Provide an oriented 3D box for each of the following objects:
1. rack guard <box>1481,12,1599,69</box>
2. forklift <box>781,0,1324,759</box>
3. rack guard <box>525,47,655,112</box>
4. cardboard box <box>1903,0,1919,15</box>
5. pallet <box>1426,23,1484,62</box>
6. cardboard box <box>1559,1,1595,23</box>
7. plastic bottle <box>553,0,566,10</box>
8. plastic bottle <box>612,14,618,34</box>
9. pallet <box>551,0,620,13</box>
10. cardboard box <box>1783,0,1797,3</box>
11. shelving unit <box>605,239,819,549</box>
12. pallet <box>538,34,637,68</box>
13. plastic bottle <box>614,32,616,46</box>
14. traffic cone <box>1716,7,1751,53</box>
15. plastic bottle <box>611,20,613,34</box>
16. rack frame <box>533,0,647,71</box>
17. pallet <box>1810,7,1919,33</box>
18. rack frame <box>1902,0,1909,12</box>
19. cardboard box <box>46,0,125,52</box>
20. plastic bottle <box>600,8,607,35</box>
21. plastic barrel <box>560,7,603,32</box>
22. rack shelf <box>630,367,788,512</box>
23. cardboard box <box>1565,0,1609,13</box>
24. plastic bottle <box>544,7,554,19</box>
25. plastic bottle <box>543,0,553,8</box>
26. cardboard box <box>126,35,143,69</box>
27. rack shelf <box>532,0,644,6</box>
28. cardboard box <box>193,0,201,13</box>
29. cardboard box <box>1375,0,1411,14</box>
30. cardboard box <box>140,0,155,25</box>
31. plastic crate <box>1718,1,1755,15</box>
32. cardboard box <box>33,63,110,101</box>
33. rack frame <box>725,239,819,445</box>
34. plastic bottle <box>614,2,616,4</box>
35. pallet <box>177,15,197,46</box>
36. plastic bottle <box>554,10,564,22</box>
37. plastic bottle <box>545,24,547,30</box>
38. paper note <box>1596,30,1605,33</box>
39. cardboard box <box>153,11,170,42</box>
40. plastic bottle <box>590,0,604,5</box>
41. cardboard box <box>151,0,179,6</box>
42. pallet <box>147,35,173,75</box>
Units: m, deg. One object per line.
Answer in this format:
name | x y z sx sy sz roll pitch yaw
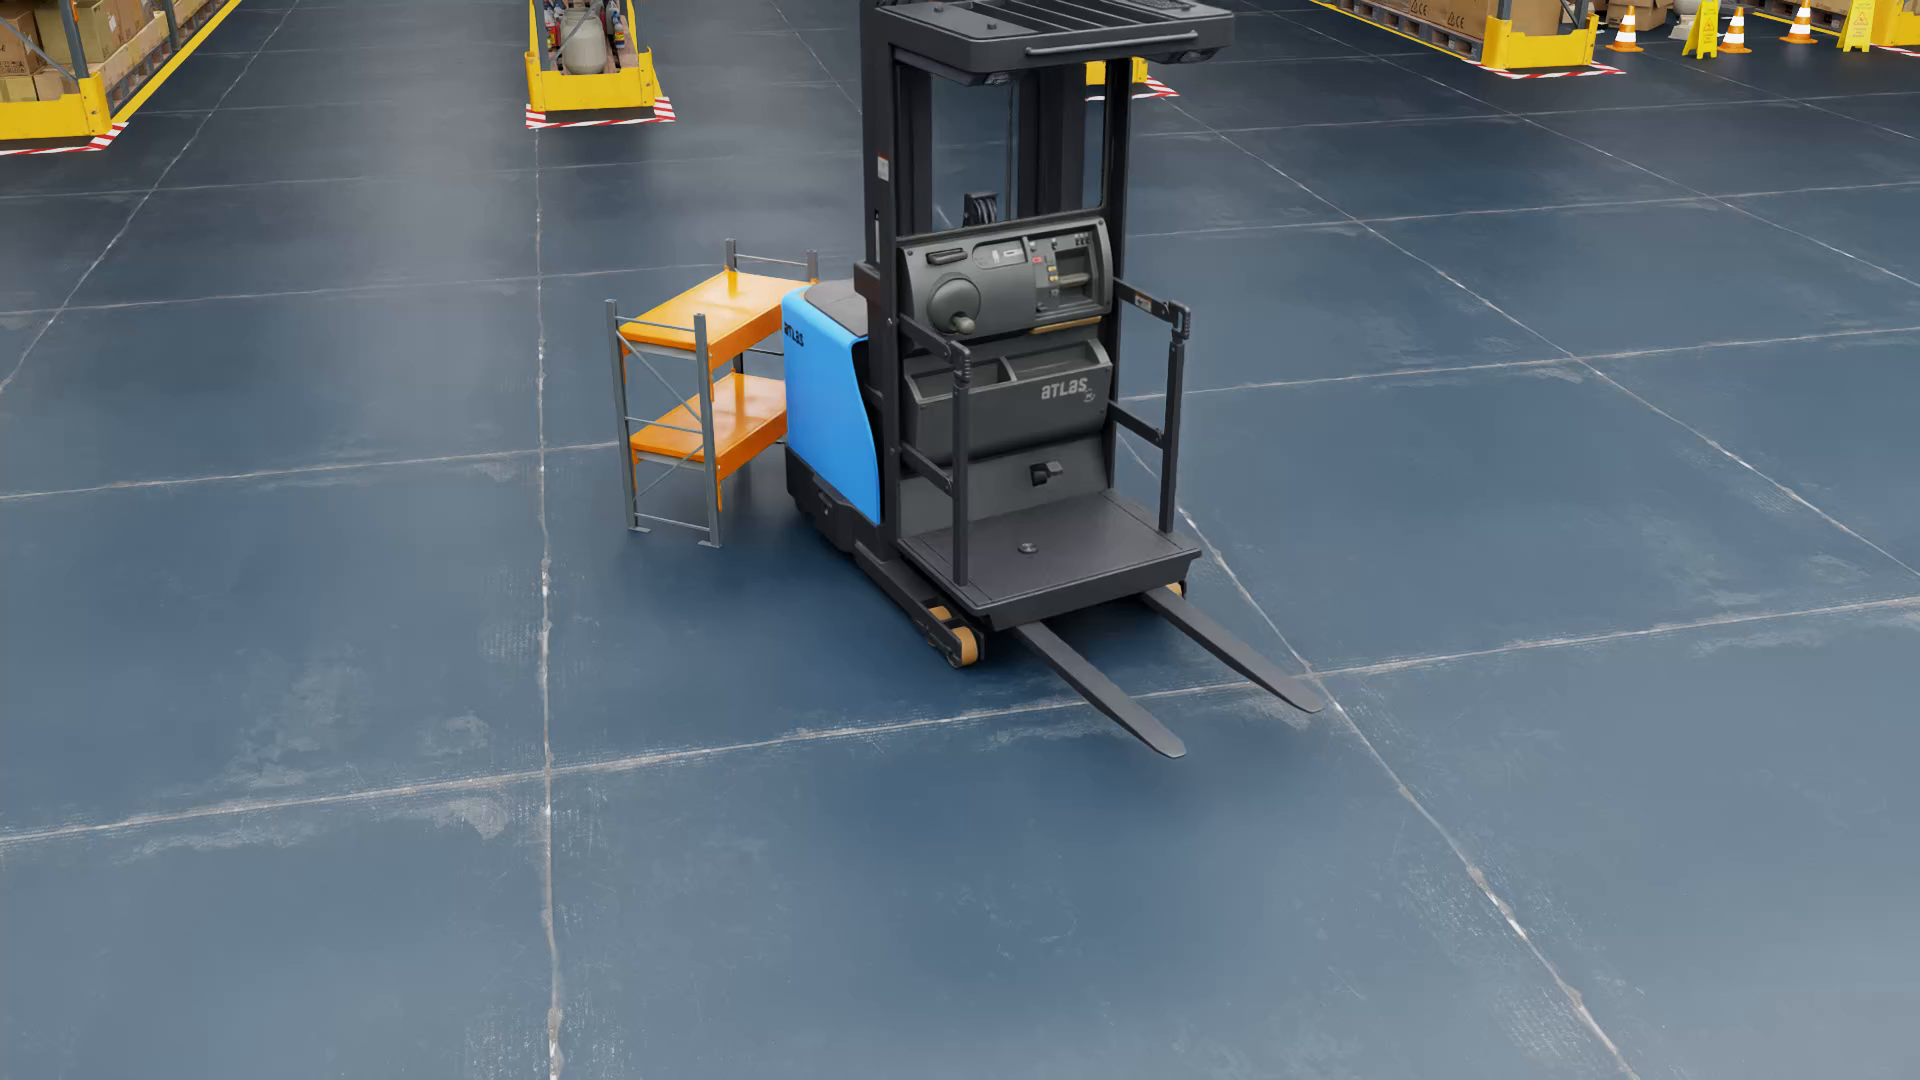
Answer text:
rack guard | 6.204 -5.352 17.798 1.175 0.500 0.348 -6 27 -12
forklift | 0.308 -1.025 6.527 1.130 2.935 3.031 -14 30 -25
rack guard | -3.545 -4.429 15.969 1.175 0.500 0.348 -6 27 -12
cardboard box | 11.086 -6.367 19.622 0.500 0.250 0.500 -6 27 -12
pallet | 5.942 -5.576 18.564 1.003 0.211 1.213 -6 27 -12
cardboard box | 7.479 -6.446 20.227 0.396 0.266 0.258 -1 27 -3
plastic bottle | -4.466 -5.904 18.570 0.144 0.351 0.185 -6 27 -12
plastic bottle | -3.687 -5.516 17.890 0.097 0.271 0.097 0 27 0
pallet | -4.599 -6.368 20.132 1.003 0.211 1.213 -6 27 -12
cardboard box | 10.322 -6.770 20.420 0.500 0.250 0.500 -7 28 -13
shelving unit | -1.128 -0.724 7.935 0.538 1.125 1.048 11 29 21
pallet | -3.995 -5.191 17.801 1.003 0.211 1.213 -6 27 -12
plastic bottle | -3.611 -5.336 17.611 0.097 0.201 0.097 0 27 0
traffic cone | 8.640 -5.689 18.507 0.336 0.463 0.334 -6 27 -12
plastic bottle | -3.756 -5.619 18.171 0.097 0.201 0.097 0 27 0
rack frame | -3.482 -5.516 15.350 1.000 3.000 0.127 -6 27 -12
pallet | 10.832 -6.174 19.748 1.003 0.211 1.213 -6 27 -12
rack frame | 10.998 -7.025 18.340 1.000 3.000 0.127 -6 27 -12
cardboard box | -8.453 -5.005 16.090 0.500 0.500 0.500 -6 27 -12
plastic bottle | -3.913 -5.693 18.227 0.061 0.283 0.133 -6 27 -12
plastic barrel | -3.818 -5.094 16.809 0.421 0.512 0.421 0 27 0
rack shelf | -1.128 -0.505 8.046 0.538 0.278 1.000 11 29 21
cardboard box | 7.917 -6.895 20.702 0.797 0.637 0.503 -6 27 -12
plastic bottle | -4.426 -5.538 17.845 0.144 0.351 0.185 -5 27 -9
plastic bottle | -4.606 -5.889 18.541 0.144 0.351 0.185 -5 27 -10
cardboard box | -8.550 -4.891 16.697 0.500 0.250 0.500 -6 27 -12
rack shelf | -3.933 -6.073 17.251 1.077 0.370 4.000 -6 27 -12
cardboard box | -9.293 -6.385 19.656 0.500 0.250 0.500 -7 28 -13
cardboard box | 5.577 -6.795 19.775 0.875 0.875 0.875 -6 27 -11
cardboard box | -8.792 -5.663 17.395 0.500 0.500 0.500 -6 27 -12
plastic crate | 9.652 -6.705 20.946 0.402 0.080 0.583 -16 31 -29
cardboard box | -8.213 -4.233 15.392 0.500 0.250 0.500 -6 27 -12
rack frame | -0.921 -0.933 8.350 0.500 1.125 0.032 11 29 21
plastic bottle | -3.837 -5.851 18.539 0.061 0.283 0.133 -4 27 -8
pallet | -9.415 -5.845 19.097 1.003 0.211 1.213 -6 27 -12
plastic bottle | -4.329 -5.613 18.075 0.152 0.276 0.135 -6 27 -12
plastic bottle | -4.368 -5.311 17.470 0.061 0.283 0.133 -5 27 -10
paper note | 7.508 -5.995 19.595 0.144 0.017 0.142 3 27 6
cardboard box | -8.893 -5.549 18.001 0.500 0.250 0.500 -6 27 -12
plastic bottle | -4.098 -6.018 18.795 0.144 0.351 0.185 -6 27 -12
cardboard box | -9.061 -6.188 18.643 0.500 0.311 0.500 -6 27 -11
pallet | -9.072 -5.172 17.763 1.003 0.211 1.213 -6 27 -12
